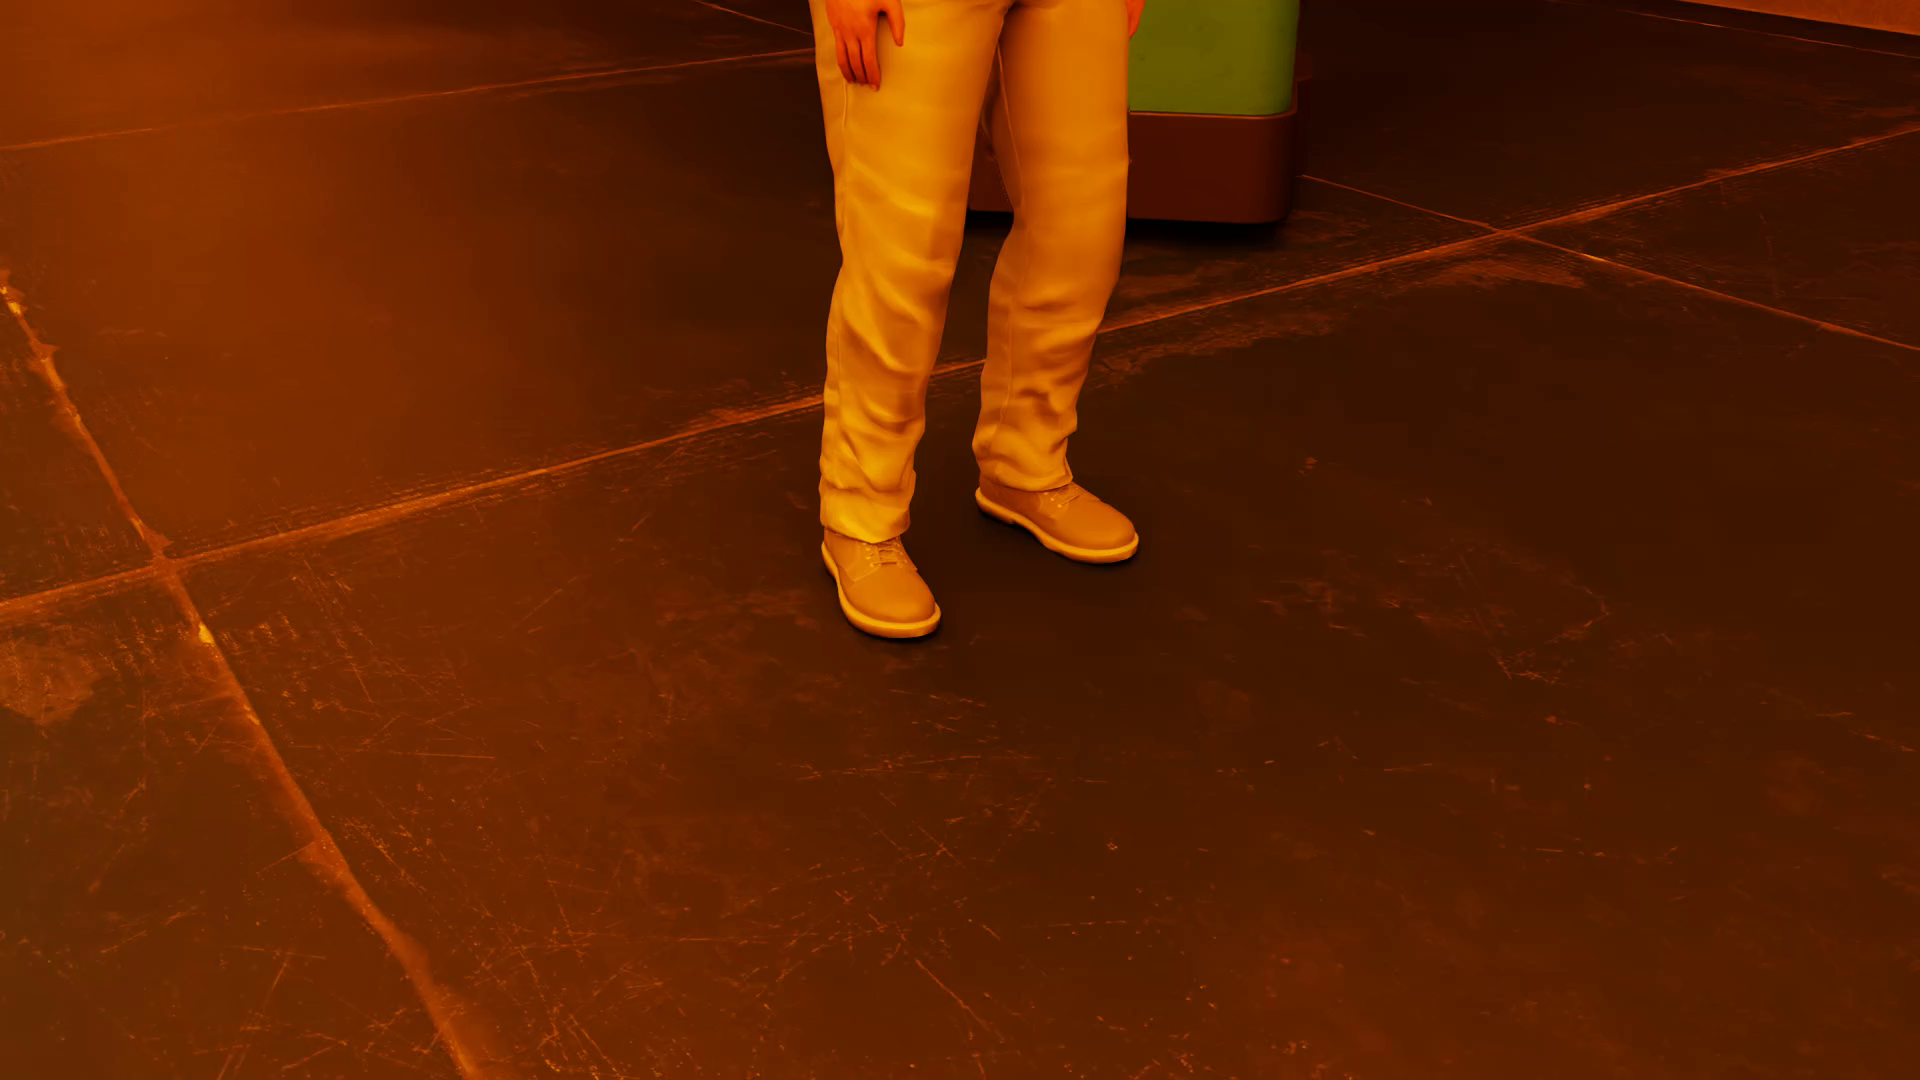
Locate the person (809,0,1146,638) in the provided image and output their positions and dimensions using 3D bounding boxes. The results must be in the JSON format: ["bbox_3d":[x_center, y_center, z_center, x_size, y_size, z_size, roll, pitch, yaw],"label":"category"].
[{"bbox_3d":[0.029,-0.727,2.095,0.560,1.665,0.467,-20,33,-34],"label":"person"}]

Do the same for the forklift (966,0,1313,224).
[{"bbox_3d":[0.489,-2.663,4.539,1.130,2.935,3.031,5,27,9],"label":"forklift"}]
